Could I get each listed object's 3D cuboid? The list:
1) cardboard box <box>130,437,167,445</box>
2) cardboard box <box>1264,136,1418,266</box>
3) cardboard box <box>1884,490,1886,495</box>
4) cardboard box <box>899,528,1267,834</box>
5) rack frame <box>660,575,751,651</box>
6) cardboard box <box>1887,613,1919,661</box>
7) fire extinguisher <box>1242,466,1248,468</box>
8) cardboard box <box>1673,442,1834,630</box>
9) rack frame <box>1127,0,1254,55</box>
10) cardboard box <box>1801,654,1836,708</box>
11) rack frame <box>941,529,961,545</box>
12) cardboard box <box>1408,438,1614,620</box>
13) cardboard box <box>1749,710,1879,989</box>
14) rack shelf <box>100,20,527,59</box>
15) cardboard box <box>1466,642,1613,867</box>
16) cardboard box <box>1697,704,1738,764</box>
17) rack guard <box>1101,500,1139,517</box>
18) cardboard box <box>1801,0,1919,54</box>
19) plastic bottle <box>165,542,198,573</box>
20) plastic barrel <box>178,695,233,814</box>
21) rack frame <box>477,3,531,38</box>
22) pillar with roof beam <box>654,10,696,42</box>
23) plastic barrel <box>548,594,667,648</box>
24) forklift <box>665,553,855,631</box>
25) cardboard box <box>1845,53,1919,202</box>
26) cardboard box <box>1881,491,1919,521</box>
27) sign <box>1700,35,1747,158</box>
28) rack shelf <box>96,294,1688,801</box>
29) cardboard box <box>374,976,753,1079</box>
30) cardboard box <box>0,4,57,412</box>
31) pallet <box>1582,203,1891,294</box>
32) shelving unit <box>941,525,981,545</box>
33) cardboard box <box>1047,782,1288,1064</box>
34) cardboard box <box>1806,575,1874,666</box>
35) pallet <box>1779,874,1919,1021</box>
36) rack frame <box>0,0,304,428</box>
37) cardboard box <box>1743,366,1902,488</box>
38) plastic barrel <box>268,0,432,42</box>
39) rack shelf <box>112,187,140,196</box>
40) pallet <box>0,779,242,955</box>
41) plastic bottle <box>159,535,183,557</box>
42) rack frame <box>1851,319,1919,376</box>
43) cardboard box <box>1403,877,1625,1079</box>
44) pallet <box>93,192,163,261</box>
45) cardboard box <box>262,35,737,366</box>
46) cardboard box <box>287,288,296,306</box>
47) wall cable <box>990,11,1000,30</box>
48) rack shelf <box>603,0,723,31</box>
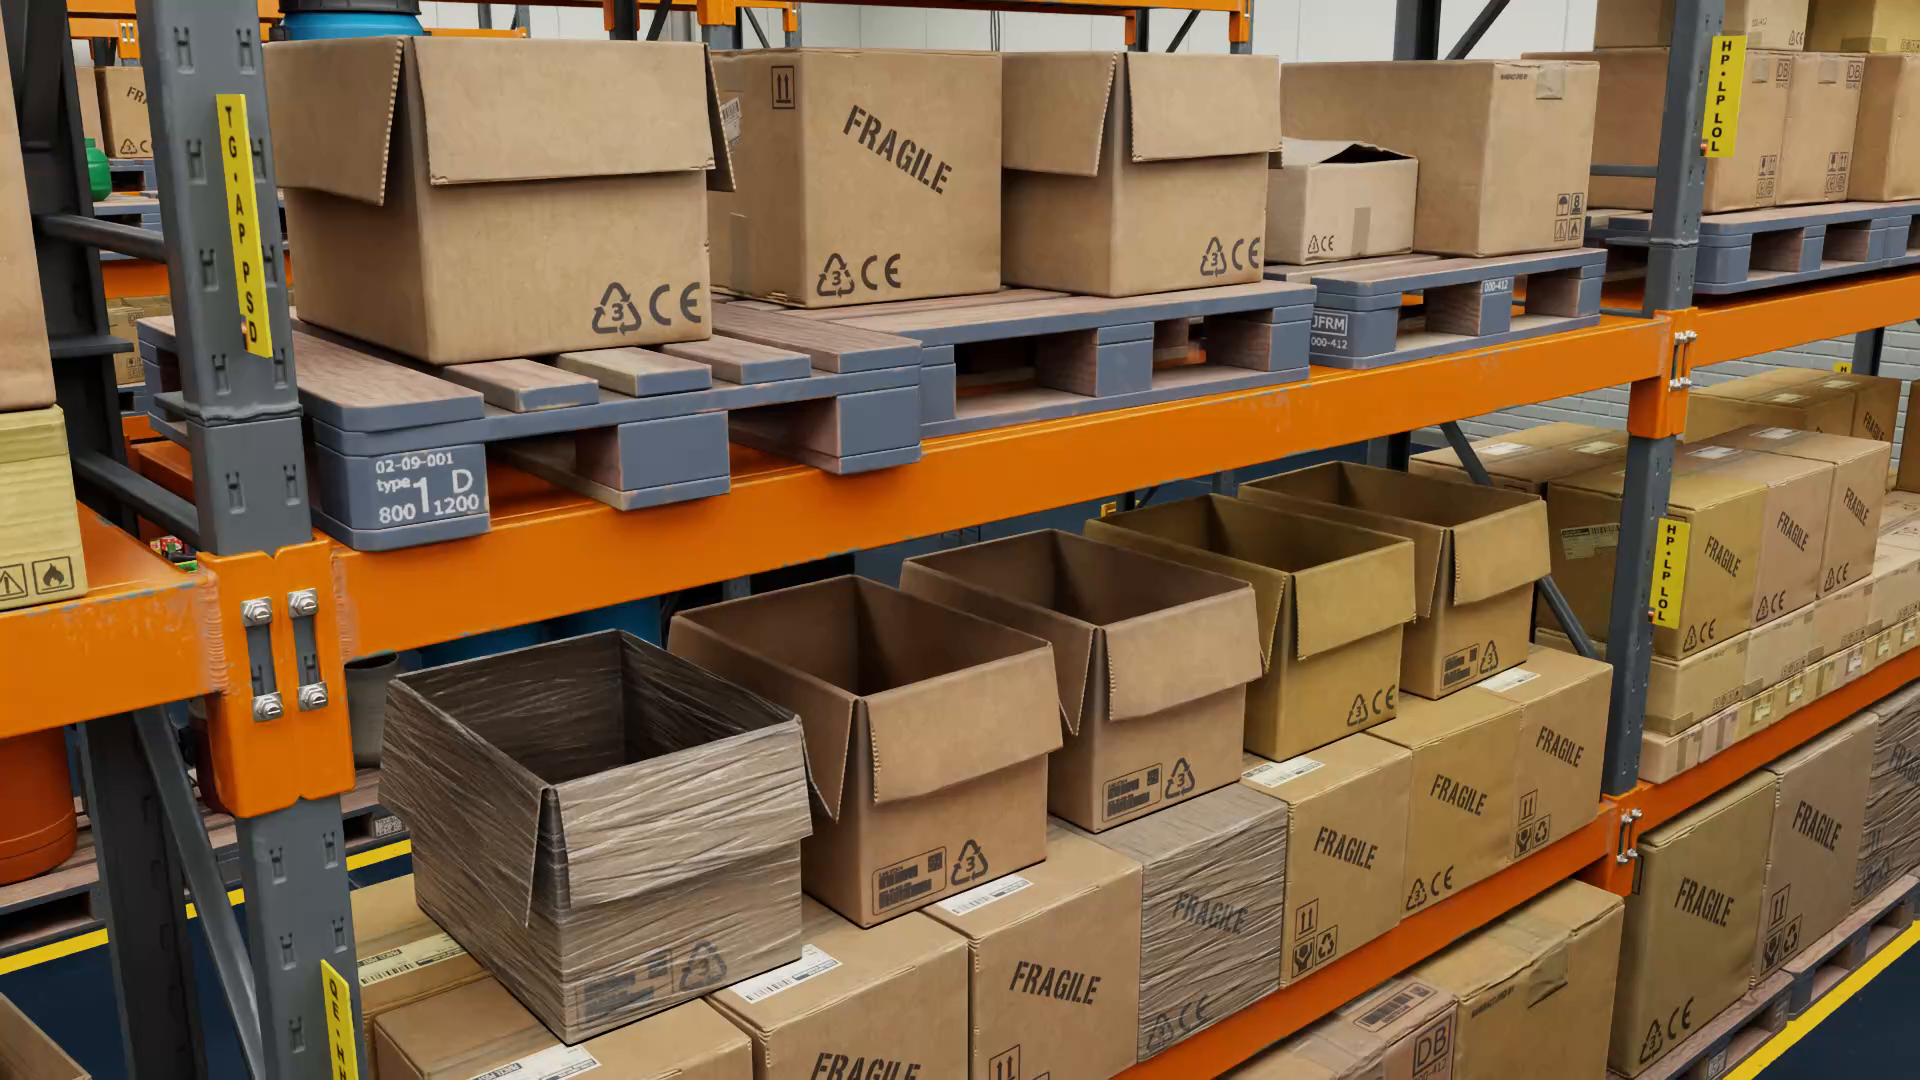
[{"bbox_3d":[-6.027,-0.575,12.129,0.500,0.250,0.500,-13,19,-39],"label":"cardboard box"},{"bbox_3d":[0.866,-0.923,4.441,0.500,0.311,0.500,-14,20,-41],"label":"cardboard box"},{"bbox_3d":[3.843,-0.114,7.577,0.500,0.250,0.500,-13,20,-40],"label":"cardboard box"},{"bbox_3d":[0.292,0.316,4.115,0.637,0.503,0.797,-12,19,-38],"label":"cardboard box"},{"bbox_3d":[-1.499,-0.447,9.111,0.127,3.000,1.000,-13,19,-39],"label":"rack frame"},{"bbox_3d":[3.564,0.344,6.635,0.250,0.149,0.380,-12,19,-38],"label":"cardboard box"},{"bbox_3d":[1.931,-0.844,11.470,0.183,0.674,0.296,-13,19,-39],"label":"fire extinguisher"},{"bbox_3d":[2.658,-0.030,5.809,0.500,0.500,0.500,-13,19,-39],"label":"cardboard box"},{"bbox_3d":[1.518,-4.023,10.874,0.127,3.000,1.000,-13,19,-39],"label":"rack frame"},{"bbox_3d":[2.980,0.476,6.143,0.250,0.149,0.380,-13,20,-40],"label":"cardboard box"},{"bbox_3d":[-0.071,-0.419,13.075,0.006,0.900,0.240,-13,20,-39],"label":"rack frame"},{"bbox_3d":[1.923,-0.046,5.872,0.500,0.500,0.500,-12,19,-38],"label":"cardboard box"},{"bbox_3d":[2.982,1.092,6.652,0.875,0.875,0.875,-13,19,-39],"label":"cardboard box"},{"bbox_3d":[-6.494,-5.072,16.970,4.000,0.370,1.077,-13,19,-39],"label":"rack shelf"},{"bbox_3d":[1.579,0.601,4.993,0.500,0.500,0.500,-13,19,-39],"label":"cardboard box"},{"bbox_3d":[2.392,0.609,5.645,0.250,0.149,0.380,-14,20,-41],"label":"cardboard box"},{"bbox_3d":[1.528,0.076,11.995,0.348,0.500,1.175,-13,19,-39],"label":"rack guard"},{"bbox_3d":[3.239,-1.931,6.200,0.500,0.250,0.500,-13,20,-41],"label":"cardboard box"},{"bbox_3d":[-3.324,0.145,7.120,0.133,0.283,0.061,-13,19,-39],"label":"plastic bottle"},{"bbox_3d":[-3.307,0.915,7.870,0.708,0.588,0.600,-13,19,-39],"label":"plastic barrel"},{"bbox_3d":[-4.985,-5.952,18.094,0.127,3.000,1.000,-13,19,-39],"label":"rack frame"},{"bbox_3d":[-0.690,-5.739,17.299,0.400,9.000,9.100,-13,19,-39],"label":"pillar with roof beam"},{"bbox_3d":[-1.921,0.453,8.995,0.708,0.901,0.600,-13,19,-39],"label":"plastic barrel"},{"bbox_3d":[-2.222,-0.930,11.051,3.031,2.935,1.130,-12,19,-37],"label":"forklift"},{"bbox_3d":[3.199,-1.527,6.140,0.500,0.500,0.700,-12,19,-37],"label":"cardboard box"},{"bbox_3d":[4.195,-0.012,7.197,0.500,0.250,0.500,-13,20,-40],"label":"cardboard box"},{"bbox_3d":[2.116,-1.230,4.617,0.005,0.325,0.100,-13,19,-39],"label":"sign"},{"bbox_3d":[0.243,-0.246,3.938,4.000,0.370,1.077,-13,19,-39],"label":"rack shelf"},{"bbox_3d":[-0.720,1.117,3.061,0.500,0.500,0.500,-12,19,-38],"label":"cardboard box"},{"bbox_3d":[-1.461,-0.415,2.015,0.500,0.500,0.500,-12,19,-38],"label":"cardboard box"},{"bbox_3d":[2.376,-1.026,5.637,1.213,0.211,1.003,-13,19,-39],"label":"pallet"},{"bbox_3d":[0.006,-0.436,13.139,0.210,0.900,0.258,-13,20,-39],"label":"shelving unit"},{"bbox_3d":[0.430,0.858,4.033,0.500,0.500,0.500,-13,19,-39],"label":"cardboard box"},{"bbox_3d":[3.044,0.245,6.234,0.500,0.250,0.500,-12,19,-38],"label":"cardboard box"},{"bbox_3d":[3.298,1.543,7.064,1.213,0.211,1.003,-13,19,-39],"label":"pallet"},{"bbox_3d":[-1.265,-1.704,2.190,0.127,3.000,1.000,-13,19,-39],"label":"rack frame"},{"bbox_3d":[3.853,-0.480,7.497,0.500,0.500,0.500,-13,20,-41],"label":"cardboard box"},{"bbox_3d":[-2.686,-2.022,7.411,0.708,0.901,0.600,-13,19,-39],"label":"plastic barrel"},{"bbox_3d":[-6.257,-2.175,11.161,4.000,0.370,1.077,-13,19,-39],"label":"rack shelf"},{"bbox_3d":[-3.949,1.436,7.464,1.213,0.211,1.003,-13,19,-39],"label":"pallet"},{"bbox_3d":[-3.704,0.004,7.806,0.097,0.201,0.097,0,15,0],"label":"plastic bottle"},{"bbox_3d":[4.770,-0.160,8.038,0.127,3.000,1.000,-13,19,-39],"label":"rack frame"},{"bbox_3d":[1.283,1.453,5.301,0.875,0.875,1.225,-13,19,-39],"label":"cardboard box"},{"bbox_3d":[-3.875,-1.238,6.625,1.213,0.211,1.003,-13,19,-39],"label":"pallet"},{"bbox_3d":[-0.852,-0.624,2.949,0.637,0.503,0.797,-11,19,-36],"label":"cardboard box"},{"bbox_3d":[-5.252,-1.626,12.519,0.700,0.500,0.500,8,17,28],"label":"cardboard box"},{"bbox_3d":[1.292,-7.253,19.198,0.112,2.526,3.097,-13,19,-39],"label":"wall cable"},{"bbox_3d":[-3.008,-2.466,7.213,4.000,0.370,1.077,-13,19,-39],"label":"rack shelf"}]
